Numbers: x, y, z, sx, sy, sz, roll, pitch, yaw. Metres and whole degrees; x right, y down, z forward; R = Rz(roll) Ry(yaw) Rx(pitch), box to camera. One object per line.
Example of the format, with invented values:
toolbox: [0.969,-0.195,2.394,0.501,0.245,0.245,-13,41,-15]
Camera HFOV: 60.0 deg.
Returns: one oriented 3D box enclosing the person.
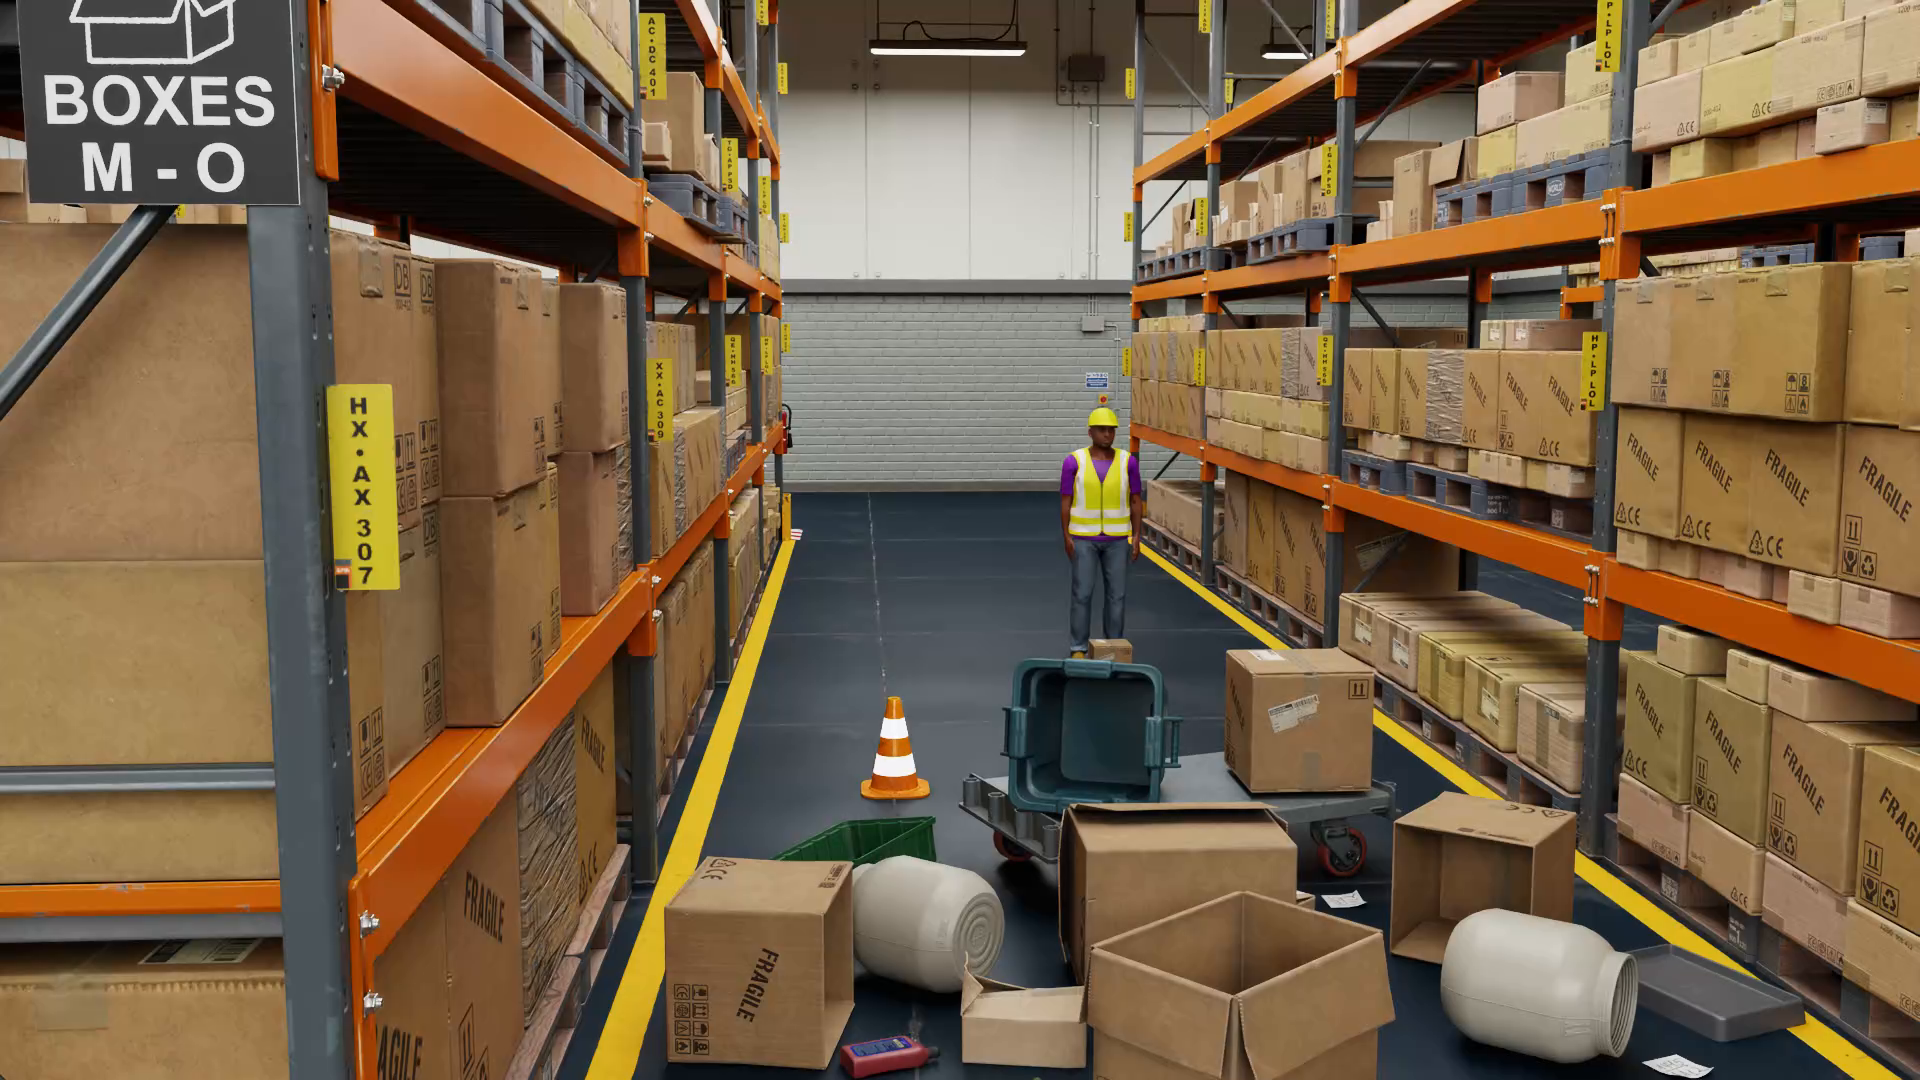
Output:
person: [0.960,-0.015,11.281,0.561,1.762,0.354,0,7,-2]
